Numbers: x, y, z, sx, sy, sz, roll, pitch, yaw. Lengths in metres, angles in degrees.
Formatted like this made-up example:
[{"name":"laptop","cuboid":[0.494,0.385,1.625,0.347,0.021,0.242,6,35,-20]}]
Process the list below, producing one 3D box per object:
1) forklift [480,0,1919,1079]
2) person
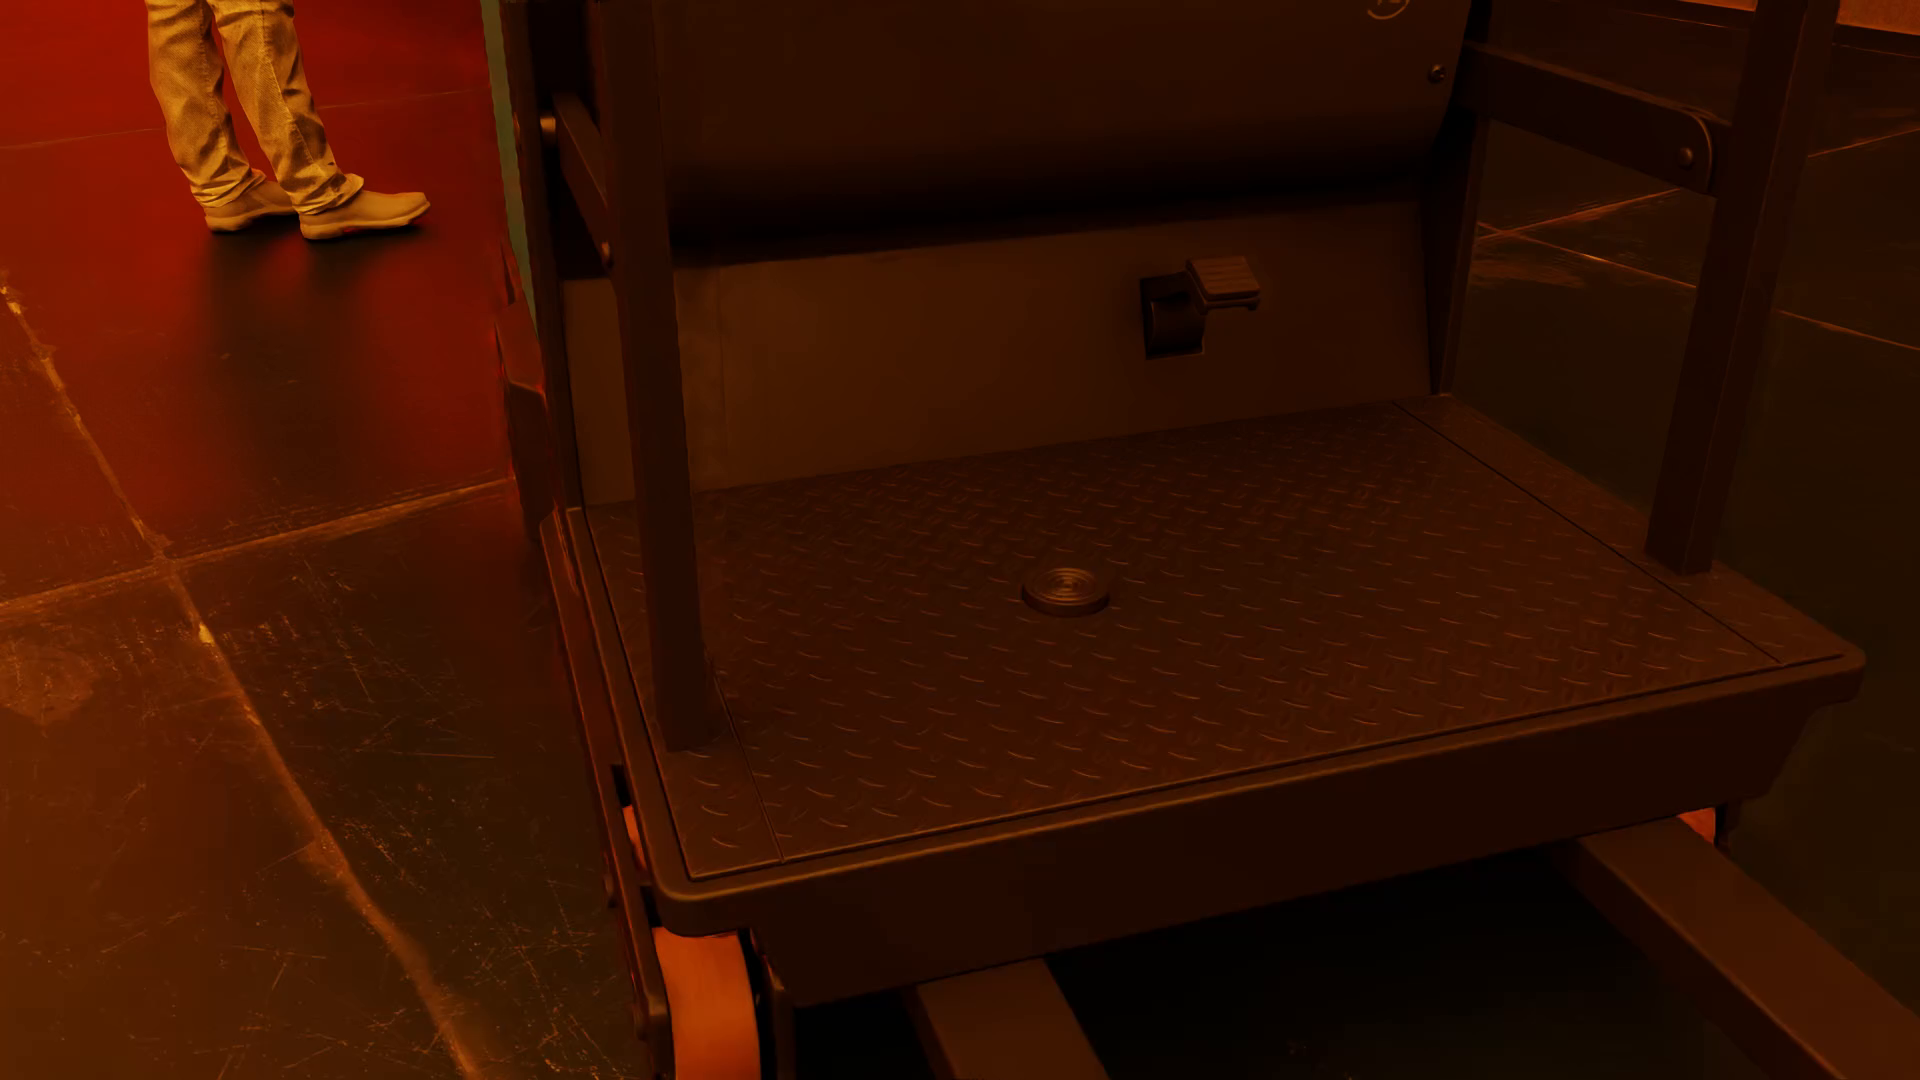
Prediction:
[{"name":"forklift","cuboid":[0.158,-1.009,1.243,1.130,2.935,3.031,-8,28,-16]},{"name":"person","cuboid":[-1.677,-1.570,3.625,0.656,1.781,0.579,23,35,38]}]
